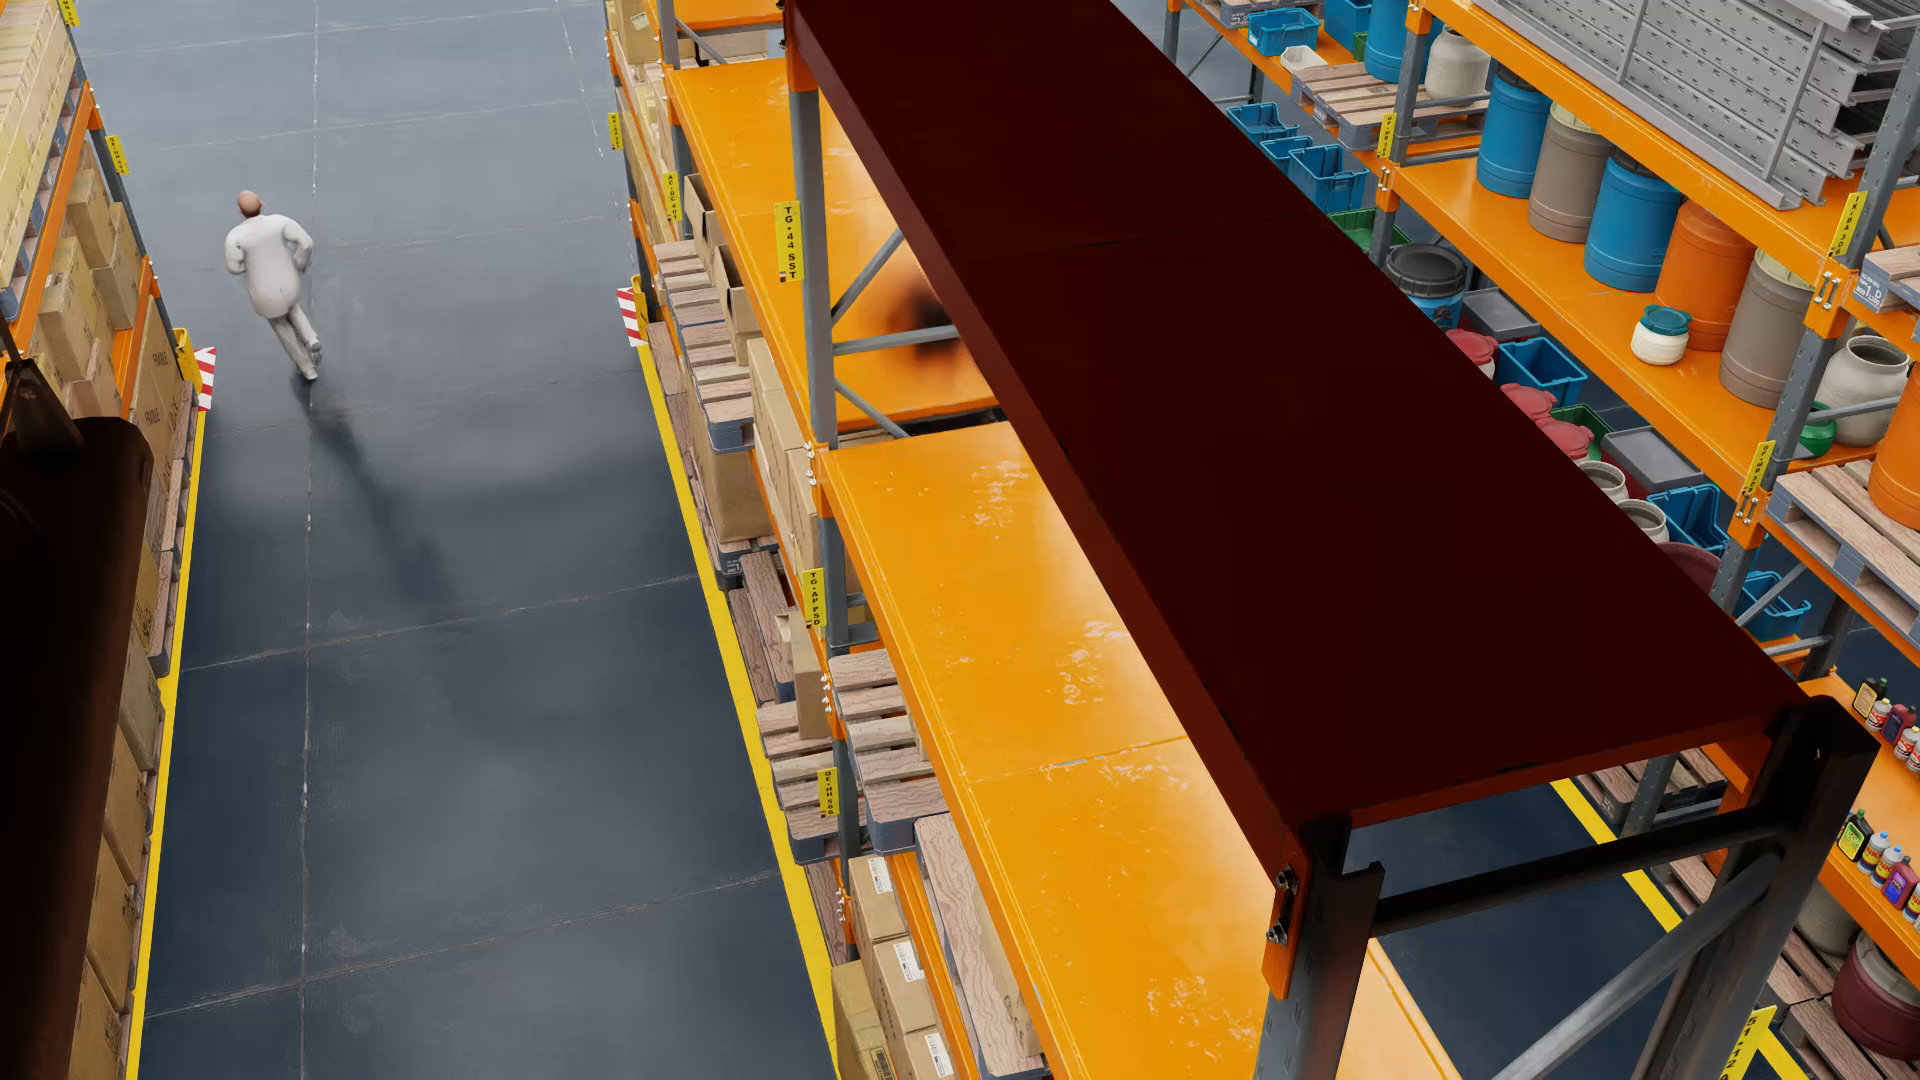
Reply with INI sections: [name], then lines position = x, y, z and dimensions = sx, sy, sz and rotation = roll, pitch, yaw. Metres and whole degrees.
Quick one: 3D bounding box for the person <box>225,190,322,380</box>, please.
[person]
position = -5.861, -2.206, 14.209
dimensions = 0.691, 1.736, 0.634
rotation = -27, 46, -30
